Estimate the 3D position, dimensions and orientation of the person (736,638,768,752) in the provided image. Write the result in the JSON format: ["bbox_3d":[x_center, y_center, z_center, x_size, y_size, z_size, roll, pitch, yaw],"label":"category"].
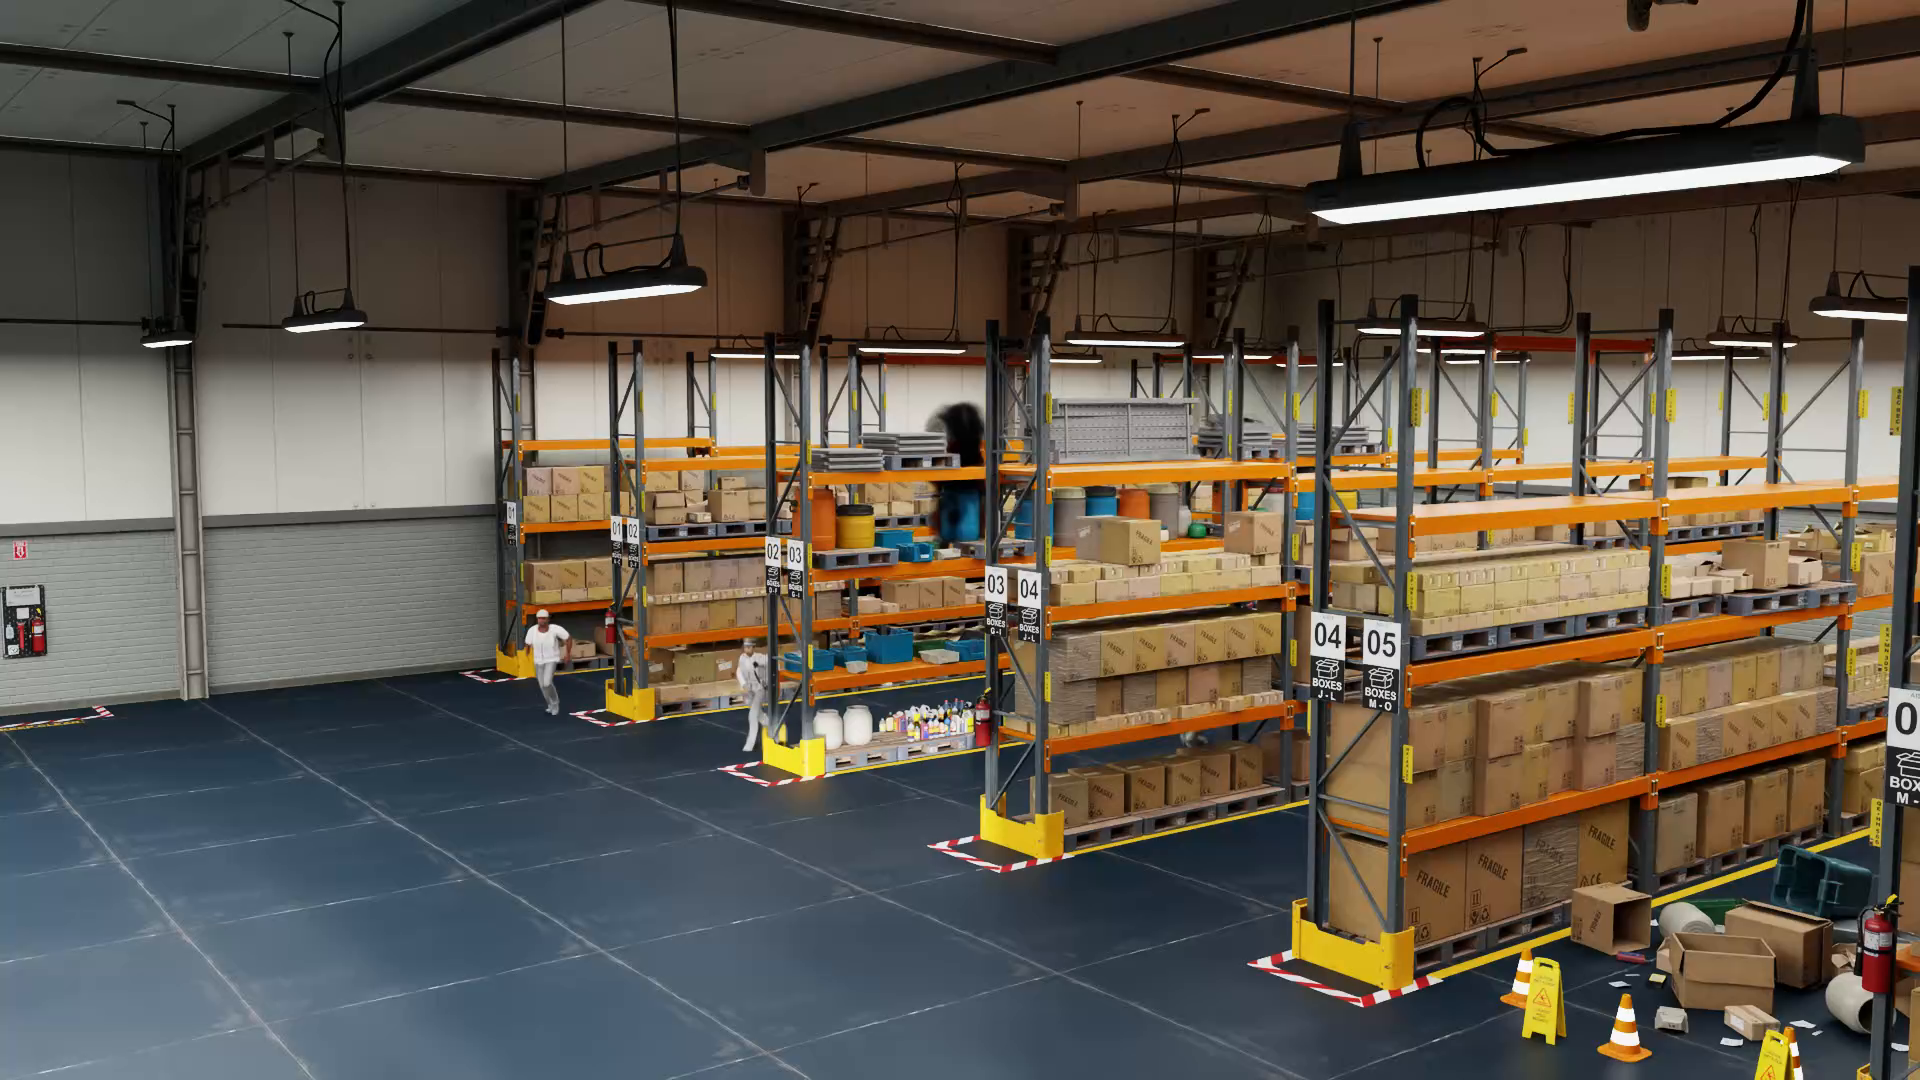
[{"bbox_3d":[-2.927,2.220,24.344,0.607,1.677,0.804,3,6,32],"label":"person"}]

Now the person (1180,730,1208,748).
[{"bbox_3d":[3.266,2.314,22.787,0.667,1.733,0.663,4,6,39],"label":"person"}]

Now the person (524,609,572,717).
[{"bbox_3d":[-6.629,1.964,26.624,0.704,1.731,0.741,1,5,11],"label":"person"}]
